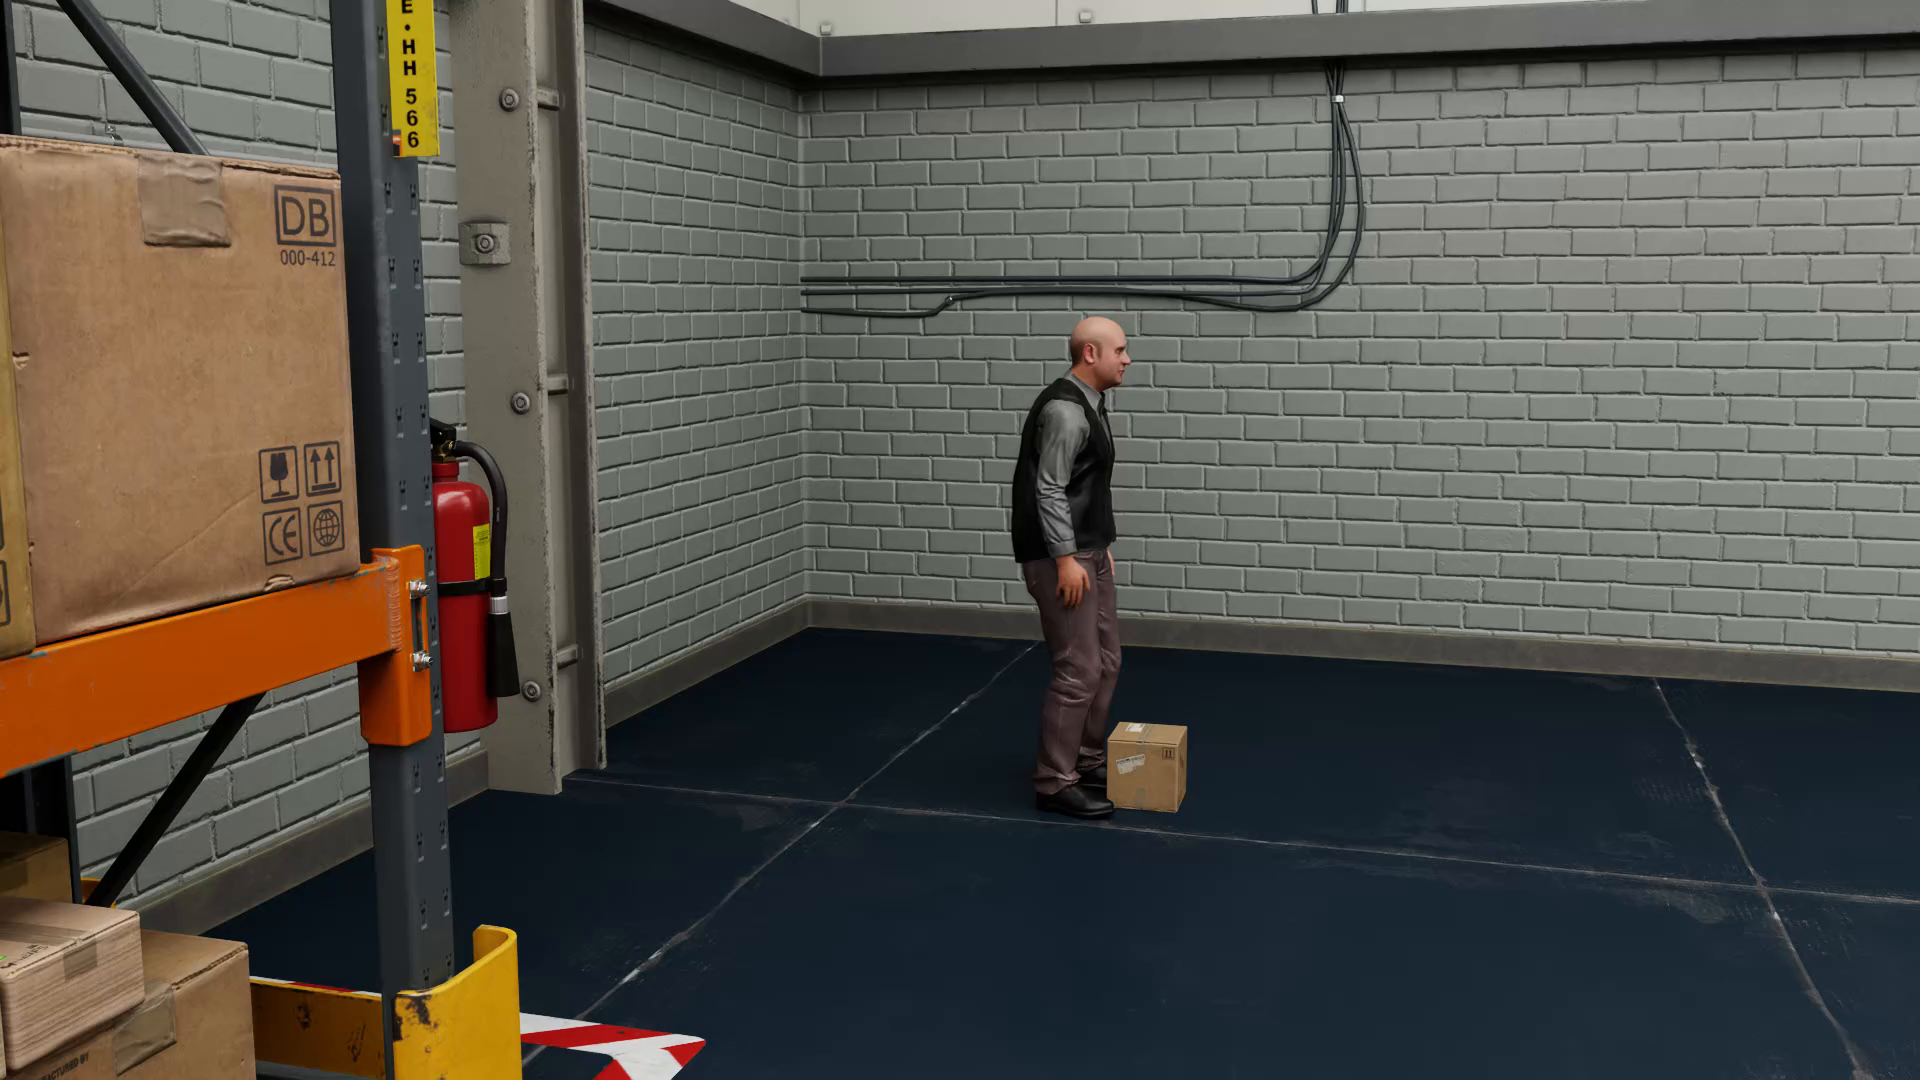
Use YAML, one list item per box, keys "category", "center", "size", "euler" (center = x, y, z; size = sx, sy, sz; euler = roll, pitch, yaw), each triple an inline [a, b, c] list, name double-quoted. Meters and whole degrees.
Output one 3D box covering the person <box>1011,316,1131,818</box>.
- category: "person"
  center: [0.417, 0.074, 5.903]
  size: [0.465, 1.720, 0.580]
  euler: [2, 9, 16]
